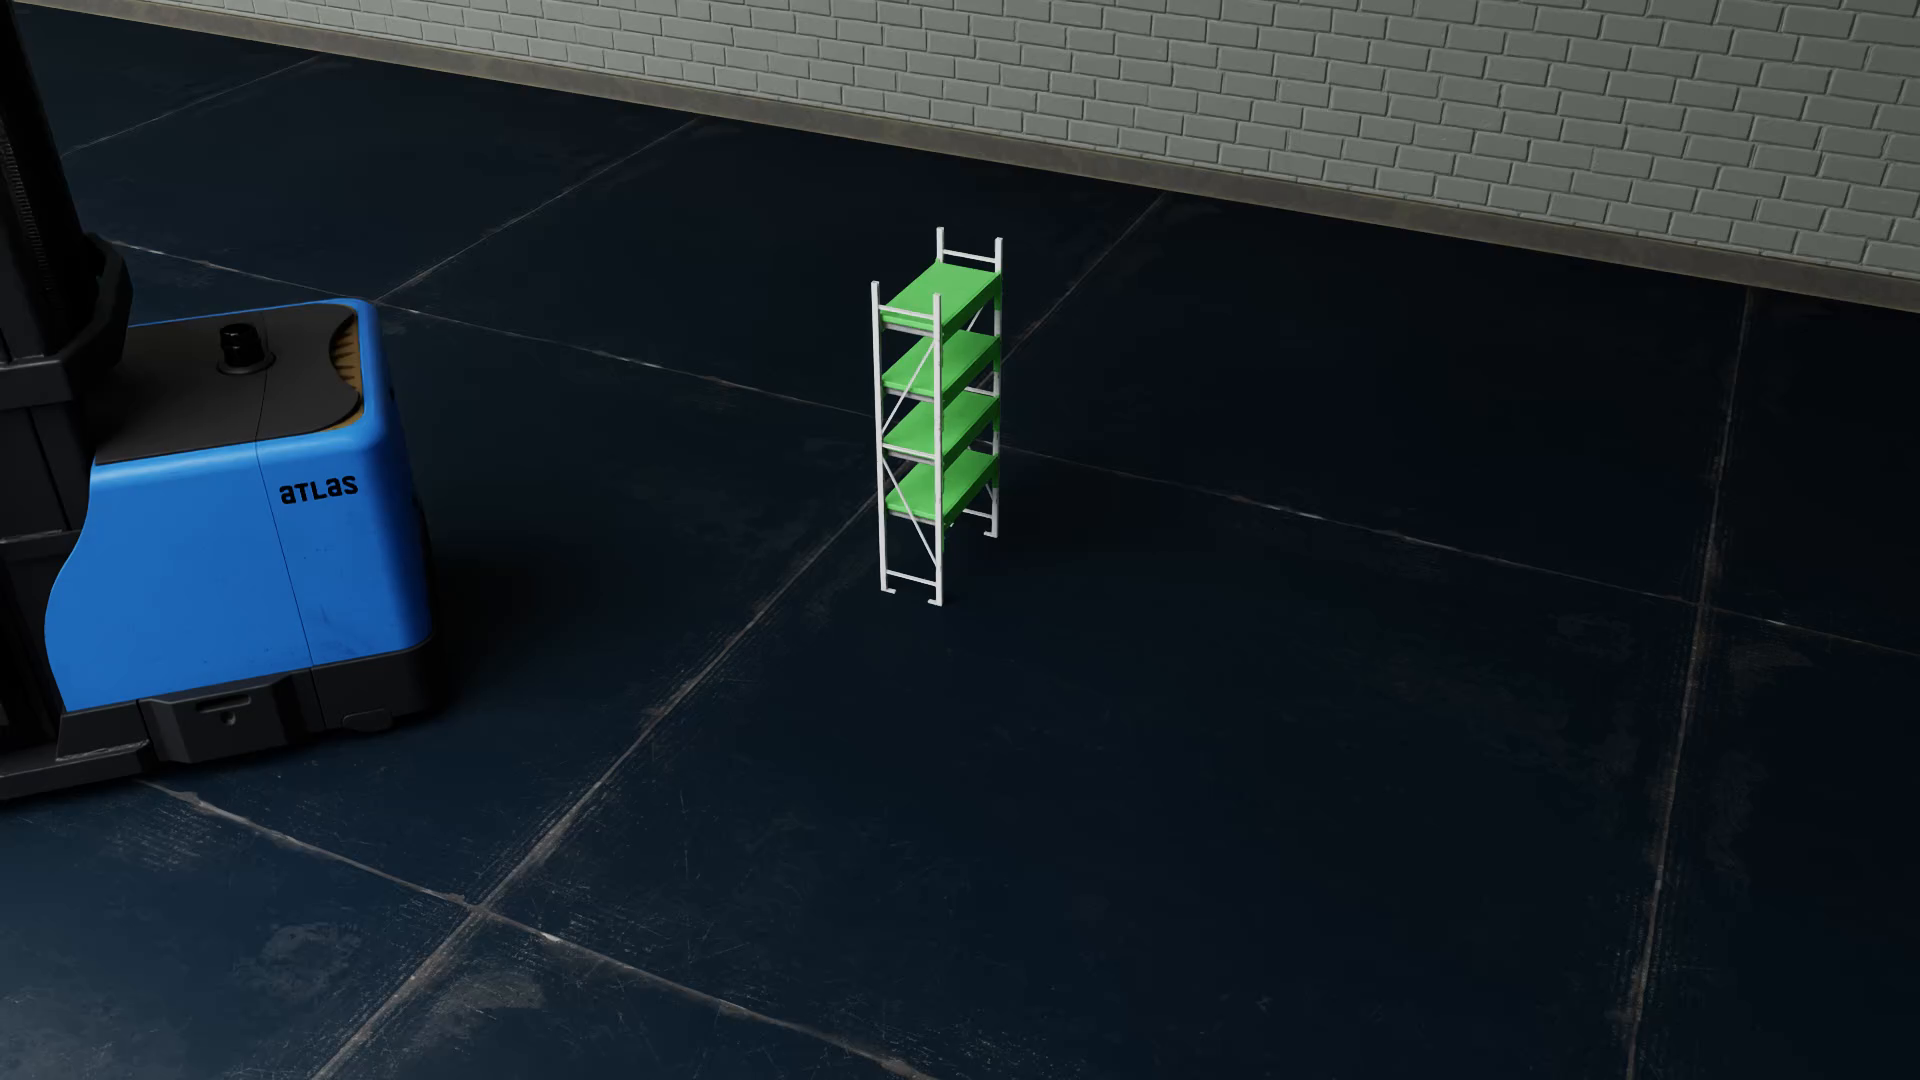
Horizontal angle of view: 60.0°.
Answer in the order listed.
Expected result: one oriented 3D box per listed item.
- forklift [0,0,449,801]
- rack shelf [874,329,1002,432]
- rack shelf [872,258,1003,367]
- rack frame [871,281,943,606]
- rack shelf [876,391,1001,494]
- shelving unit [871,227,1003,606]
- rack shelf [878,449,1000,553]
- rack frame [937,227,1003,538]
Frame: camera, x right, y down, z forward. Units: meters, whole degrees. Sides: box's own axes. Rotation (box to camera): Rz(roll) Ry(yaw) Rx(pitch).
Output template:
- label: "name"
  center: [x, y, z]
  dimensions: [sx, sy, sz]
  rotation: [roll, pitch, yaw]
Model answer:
- label: "forklift"
  center: [-3.227, -0.644, 4.559]
  dimensions: [3.031, 2.935, 1.130]
  rotation: [-10, 35, -15]
- label: "rack shelf"
  center: [-0.069, -0.567, 5.699]
  dimensions: [0.258, 0.148, 0.480]
  rotation: [14, 36, 20]
- label: "rack shelf"
  center: [-0.069, -0.767, 5.567]
  dimensions: [0.258, 0.148, 0.480]
  rotation: [14, 36, 20]
- label: "rack frame"
  center: [-0.171, -0.298, 5.610]
  dimensions: [0.240, 1.200, 0.015]
  rotation: [14, 36, 20]
- label: "rack shelf"
  center: [-0.069, -0.366, 5.830]
  dimensions: [0.258, 0.148, 0.480]
  rotation: [14, 36, 20]
- label: "shelving unit"
  center: [-0.069, -0.419, 5.795]
  dimensions: [0.258, 1.200, 0.503]
  rotation: [14, 36, 20]
- label: "rack shelf"
  center: [-0.069, -0.165, 5.962]
  dimensions: [0.258, 0.148, 0.480]
  rotation: [14, 36, 20]
- label: "rack frame"
  center: [0.033, -0.541, 5.981]
  dimensions: [0.240, 1.200, 0.015]
  rotation: [14, 36, 20]
